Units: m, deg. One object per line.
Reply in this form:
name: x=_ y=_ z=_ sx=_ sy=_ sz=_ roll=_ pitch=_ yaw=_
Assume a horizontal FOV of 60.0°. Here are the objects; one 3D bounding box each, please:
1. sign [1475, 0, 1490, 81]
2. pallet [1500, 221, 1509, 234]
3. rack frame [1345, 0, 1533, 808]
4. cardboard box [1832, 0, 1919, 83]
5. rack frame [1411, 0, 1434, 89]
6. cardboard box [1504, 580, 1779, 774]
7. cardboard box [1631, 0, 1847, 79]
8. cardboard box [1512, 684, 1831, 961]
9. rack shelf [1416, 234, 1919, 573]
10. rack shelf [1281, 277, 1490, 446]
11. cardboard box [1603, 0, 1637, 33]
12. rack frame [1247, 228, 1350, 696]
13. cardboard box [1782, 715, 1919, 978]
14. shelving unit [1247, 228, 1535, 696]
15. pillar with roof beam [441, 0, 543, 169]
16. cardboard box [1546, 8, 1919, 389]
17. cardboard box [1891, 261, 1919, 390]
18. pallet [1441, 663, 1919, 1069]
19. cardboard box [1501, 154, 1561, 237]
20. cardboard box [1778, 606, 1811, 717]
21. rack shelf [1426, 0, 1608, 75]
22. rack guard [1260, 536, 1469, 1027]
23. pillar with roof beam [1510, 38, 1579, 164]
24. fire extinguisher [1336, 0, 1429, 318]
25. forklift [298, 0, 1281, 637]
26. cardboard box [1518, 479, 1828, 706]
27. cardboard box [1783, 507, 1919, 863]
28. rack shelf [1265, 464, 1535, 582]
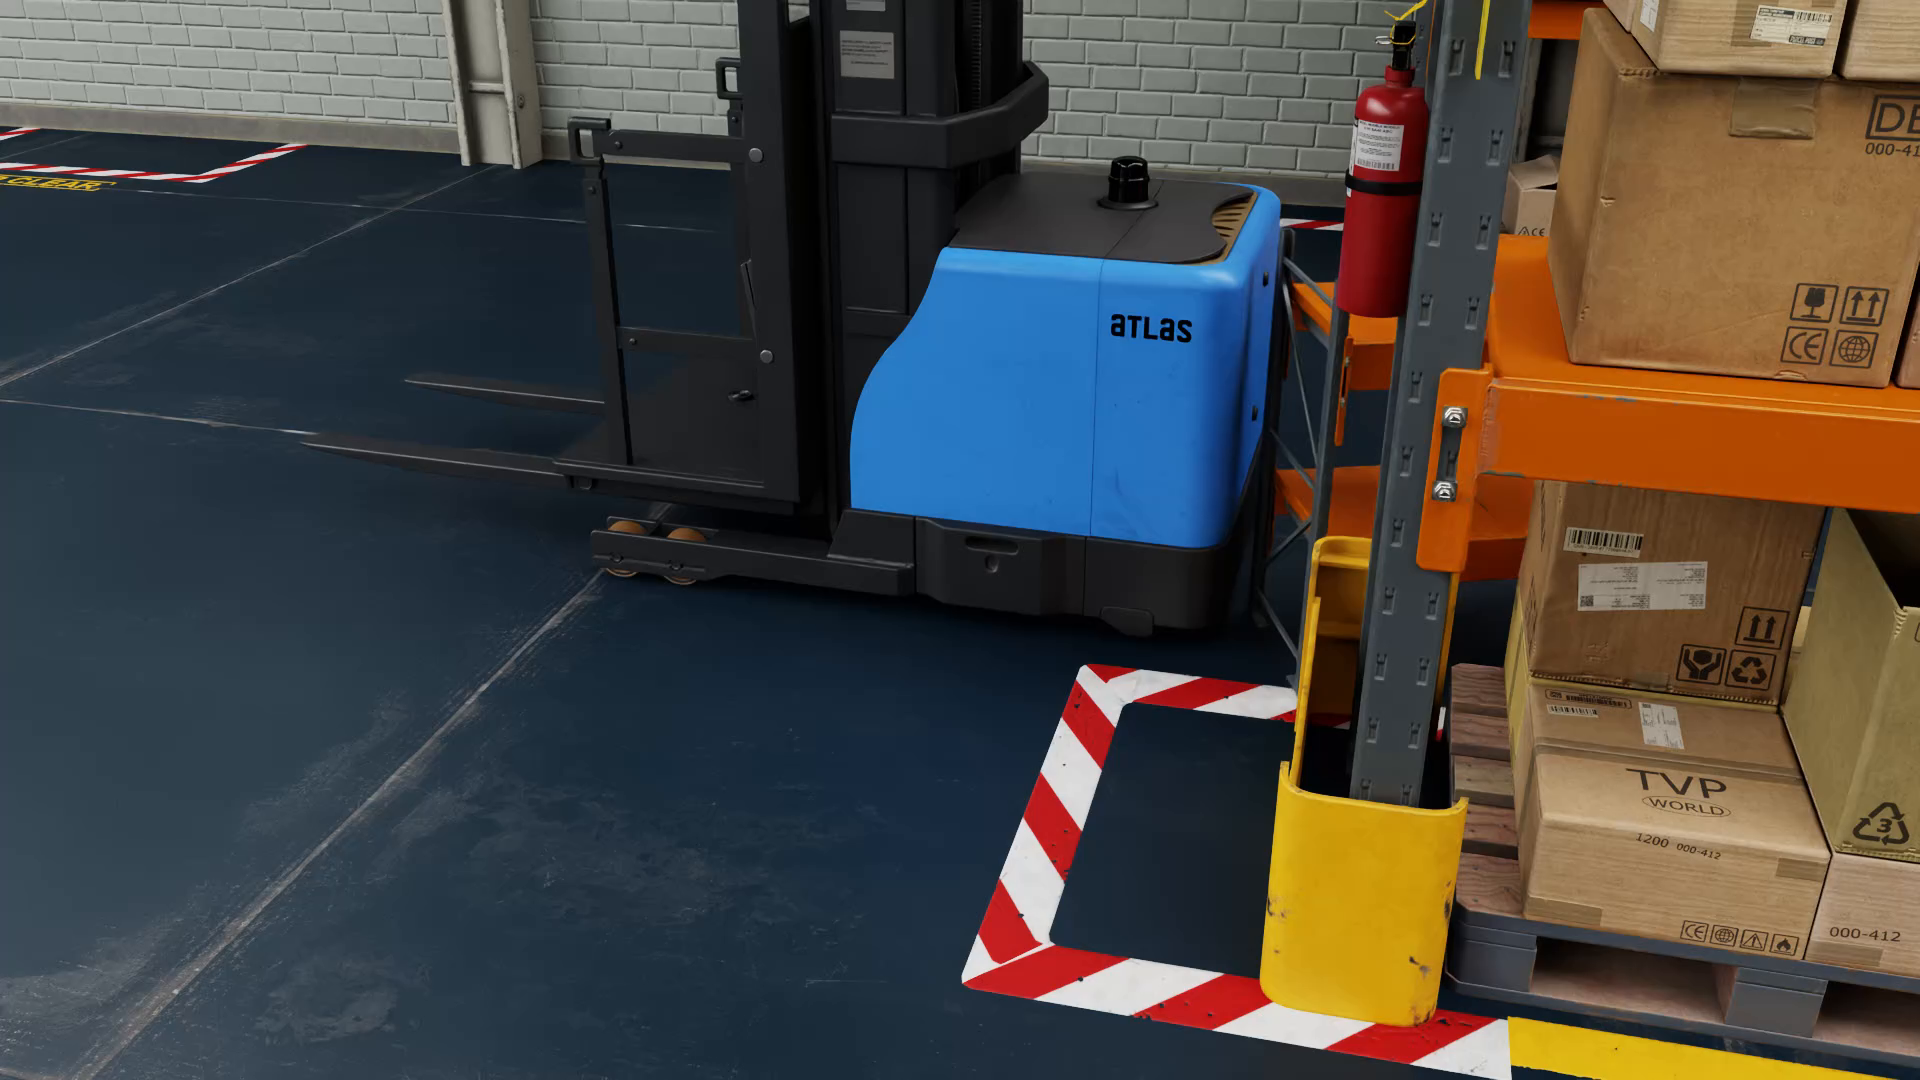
sign: x=0.783 y=-0.851 z=2.449 sx=0.005 sy=0.325 sz=0.100 roll=6 pitch=26 yaw=13
pallet: x=3.009 y=-1.349 z=7.837 sx=1.213 sy=0.211 sz=1.003 roll=6 pitch=26 yaw=13
rack frame: x=0.927 y=-0.655 z=3.136 sx=0.127 sy=3.000 sz=1.000 roll=6 pitch=26 yaw=13
cardboard box: x=1.510 y=-0.834 z=2.642 sx=0.250 sy=0.149 sz=0.380 roll=6 pitch=26 yaw=12
rack frame: x=2.158 y=-2.718 z=7.469 sx=0.127 sy=3.000 sz=1.000 roll=6 pitch=26 yaw=13
cardboard box: x=1.520 y=0.331 z=3.775 sx=0.500 sy=0.250 sz=0.500 roll=6 pitch=26 yaw=13
cardboard box: x=1.254 y=-0.861 z=2.699 sx=0.250 sy=0.149 sz=0.380 roll=6 pitch=26 yaw=13
cardboard box: x=1.391 y=0.547 z=3.322 sx=0.500 sy=0.250 sz=0.500 roll=6 pitch=26 yaw=13
rack shelf: x=2.864 y=-0.116 z=2.841 sx=4.000 sy=0.370 sz=1.077 roll=6 pitch=26 yaw=13
rack shelf: x=1.383 y=-0.489 z=4.289 sx=1.000 sy=0.278 sz=0.538 roll=-3 pitch=26 yaw=-6
cardboard box: x=1.345 y=-1.031 z=3.056 sx=0.250 sy=0.149 sz=0.380 roll=6 pitch=26 yaw=12
rack frame: x=0.878 y=-0.200 z=4.361 sx=0.032 sy=1.125 sz=0.500 roll=-3 pitch=26 yaw=-6
cardboard box: x=1.877 y=0.599 z=3.213 sx=0.500 sy=0.250 sz=0.500 roll=6 pitch=26 yaw=13
shelving unit: x=1.383 y=-0.225 z=4.414 sx=1.048 sy=1.125 sz=0.538 roll=-3 pitch=26 yaw=-6
pillar with roof beam: x=-3.832 y=-4.562 z=4.363 sx=0.400 sy=9.000 sz=9.100 roll=6 pitch=26 yaw=13
cardboard box: x=1.376 y=-0.645 z=2.998 sx=0.500 sy=0.500 sz=0.700 roll=6 pitch=26 yaw=13
cardboard box: x=1.886 y=-0.591 z=2.885 sx=0.500 sy=0.500 sz=0.700 roll=7 pitch=26 yaw=14
pallet: x=1.678 y=0.668 z=3.600 sx=1.213 sy=0.211 sz=1.003 roll=6 pitch=26 yaw=13
cardboard box: x=2.805 y=-1.591 z=7.718 sx=0.500 sy=0.311 sz=0.500 roll=3 pitch=26 yaw=7
cardboard box: x=2.008 y=0.380 z=3.673 sx=0.500 sy=0.250 sz=0.500 roll=6 pitch=26 yaw=13
rack shelf: x=4.095 y=-2.179 z=7.174 sx=4.000 sy=0.370 sz=1.077 roll=6 pitch=26 yaw=13
rack guard: x=0.904 y=0.471 z=3.679 sx=0.348 sy=0.500 sz=1.175 roll=6 pitch=26 yaw=13
pillar with roof beam: x=1.979 y=-3.919 z=3.014 sx=0.400 sy=9.000 sz=9.100 roll=6 pitch=26 yaw=13
fire extinguisher: x=0.929 y=-0.826 z=3.585 sx=0.183 sy=0.674 sz=0.296 roll=6 pitch=26 yaw=13
forklift: x=-0.604 y=-1.398 z=4.776 sx=3.031 sy=2.935 sz=1.130 roll=7 pitch=26 yaw=14
cardboard box: x=1.521 y=-0.008 z=3.615 sx=0.500 sy=0.500 sz=0.500 roll=6 pitch=26 yaw=13
cardboard box: x=1.876 y=0.261 z=3.050 sx=0.500 sy=0.500 sz=0.500 roll=6 pitch=26 yaw=13
rack shelf: x=1.383 y=-0.004 z=4.519 sx=1.000 sy=0.278 sz=0.538 roll=-3 pitch=26 yaw=-6
